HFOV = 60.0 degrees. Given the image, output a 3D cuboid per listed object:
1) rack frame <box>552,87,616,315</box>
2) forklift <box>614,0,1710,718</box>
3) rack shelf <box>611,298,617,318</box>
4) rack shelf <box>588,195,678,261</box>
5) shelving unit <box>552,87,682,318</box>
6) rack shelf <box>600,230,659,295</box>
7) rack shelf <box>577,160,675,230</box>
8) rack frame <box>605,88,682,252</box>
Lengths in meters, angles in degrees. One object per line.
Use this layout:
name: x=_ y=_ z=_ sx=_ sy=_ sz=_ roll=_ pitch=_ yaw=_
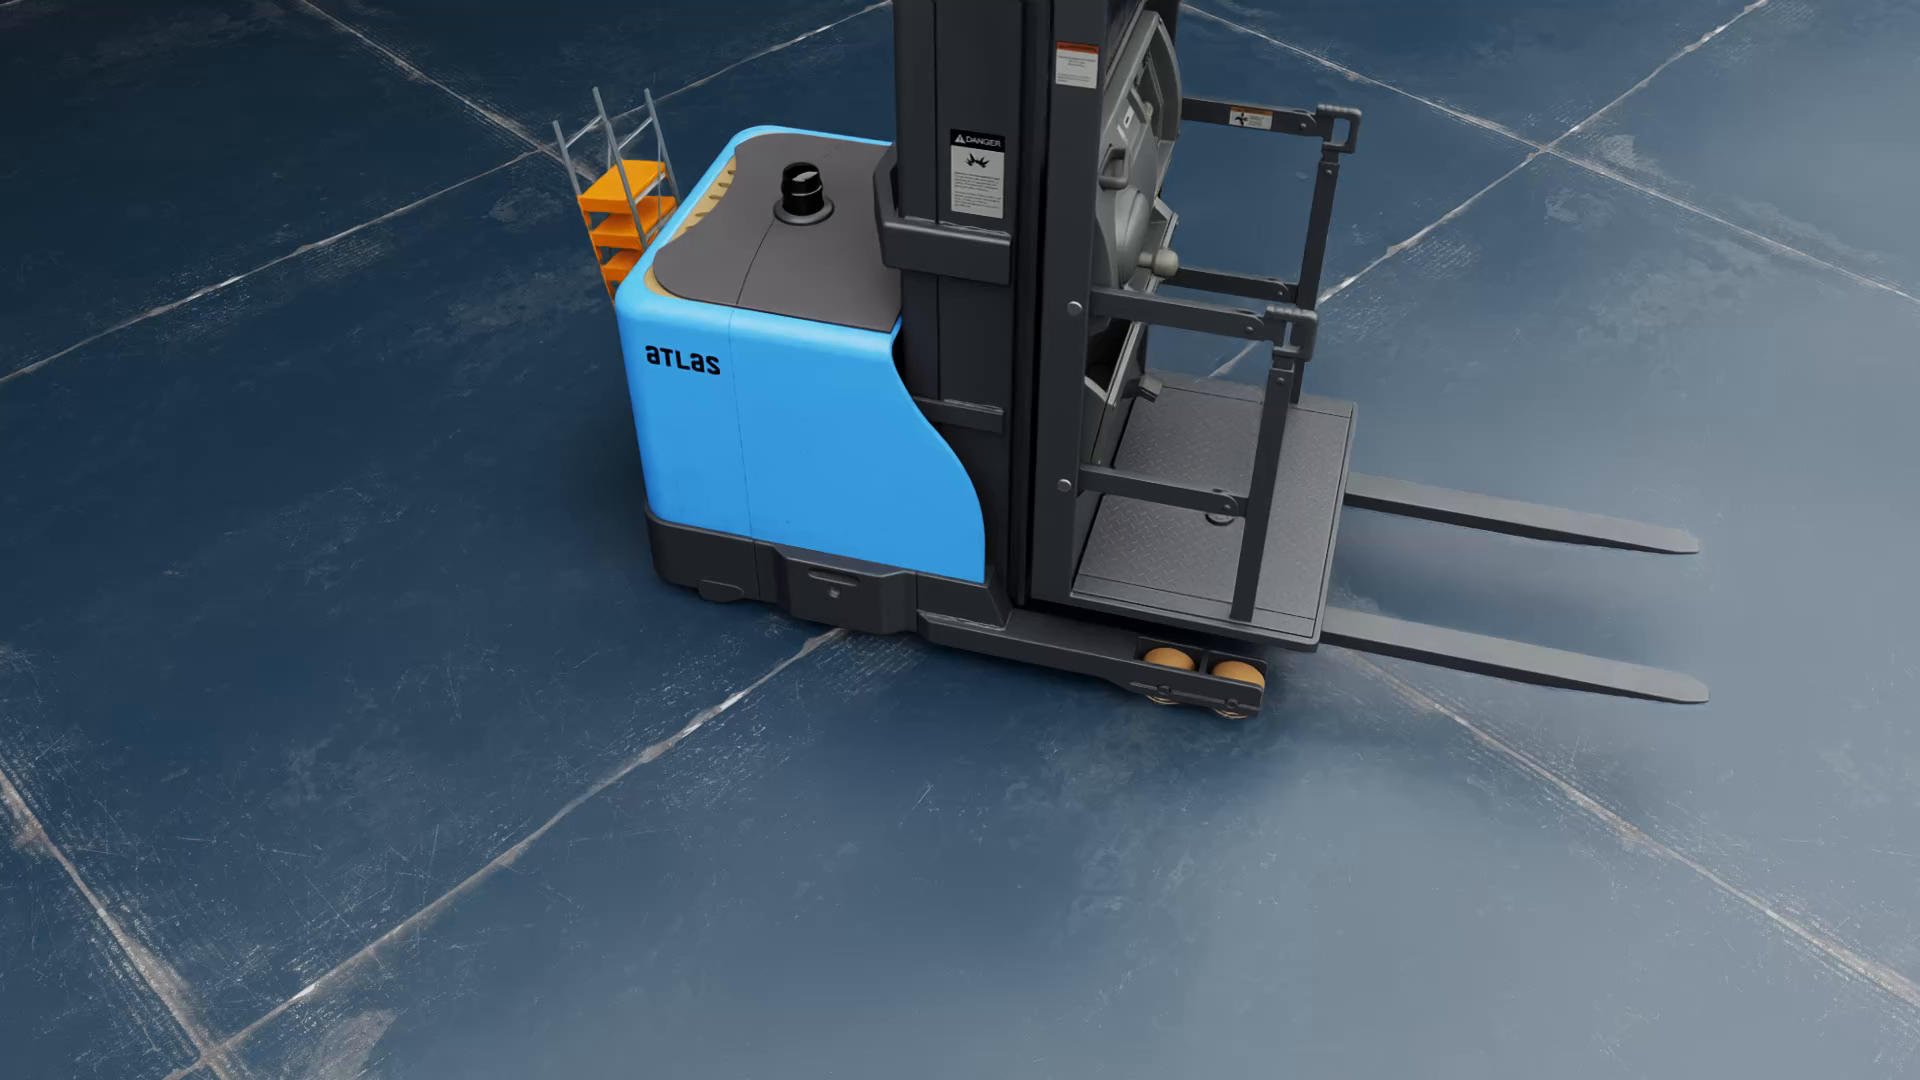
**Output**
rack frame: x=-1.041 y=-0.821 z=5.265 sx=0.006 sy=1.200 sz=0.240 roll=8 pitch=42 yaw=23
forklift: x=0.640 y=-0.976 z=4.147 sx=3.031 sy=2.935 sz=1.130 roll=11 pitch=44 yaw=11
rack shelf: x=-0.950 y=-0.775 z=5.257 sx=0.180 sy=0.103 sz=0.258 roll=8 pitch=42 yaw=23
rack shelf: x=-0.987 y=-0.959 z=5.108 sx=0.180 sy=0.103 sz=0.258 roll=8 pitch=42 yaw=23
shelving unit: x=-0.957 y=-0.809 z=5.230 sx=0.189 sy=1.200 sz=0.258 roll=8 pitch=42 yaw=23
rack shelf: x=-0.969 y=-0.867 z=5.182 sx=0.180 sy=0.103 sz=0.258 roll=8 pitch=42 yaw=23
rack shelf: x=-1.006 y=-1.051 z=5.033 sx=0.180 sy=0.103 sz=0.258 roll=8 pitch=42 yaw=23
rack frame: x=-0.874 y=-0.797 z=5.194 sx=0.006 sy=1.200 sz=0.240 roll=8 pitch=42 yaw=23
